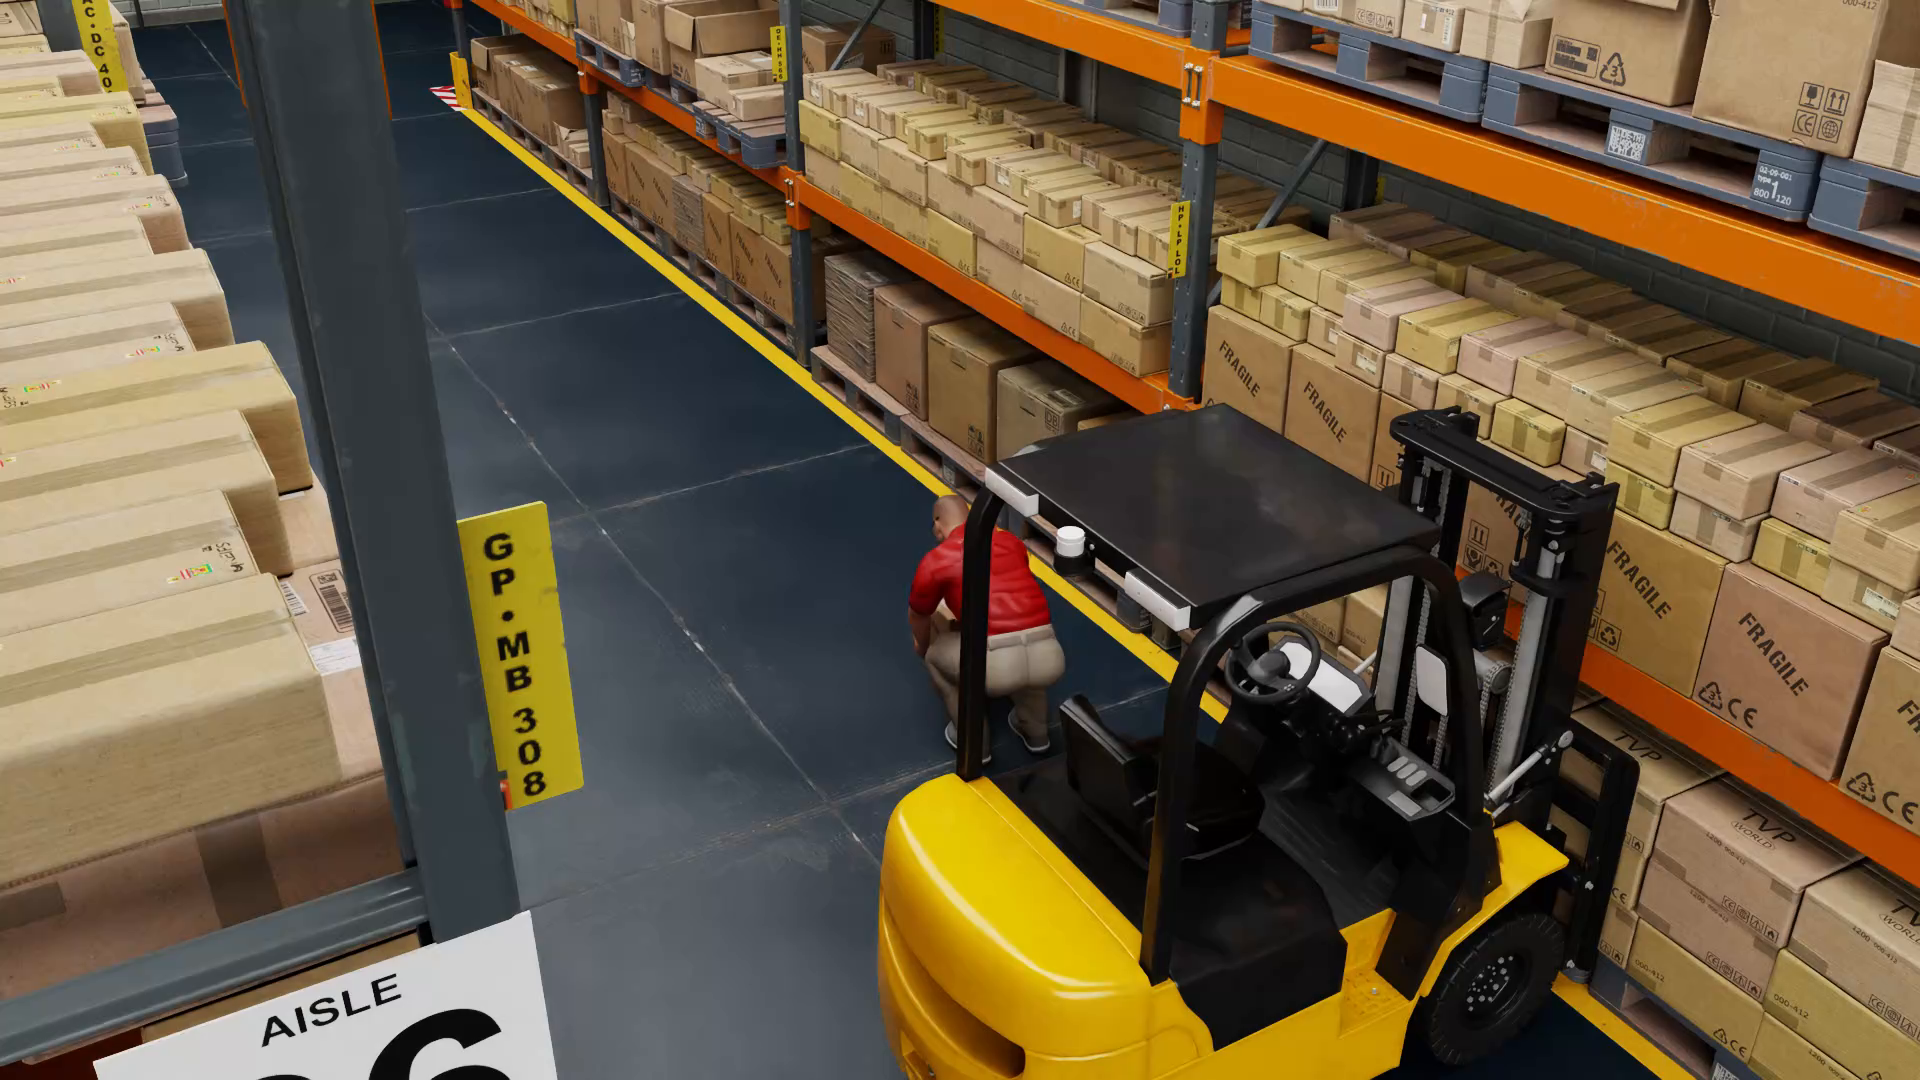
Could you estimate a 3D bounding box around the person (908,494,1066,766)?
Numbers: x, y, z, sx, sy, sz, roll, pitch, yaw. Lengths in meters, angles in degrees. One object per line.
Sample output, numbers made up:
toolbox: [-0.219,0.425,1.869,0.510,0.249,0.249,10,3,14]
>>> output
person: [0.097,0.390,7.166,0.570,1.028,0.877,-10,30,-18]
